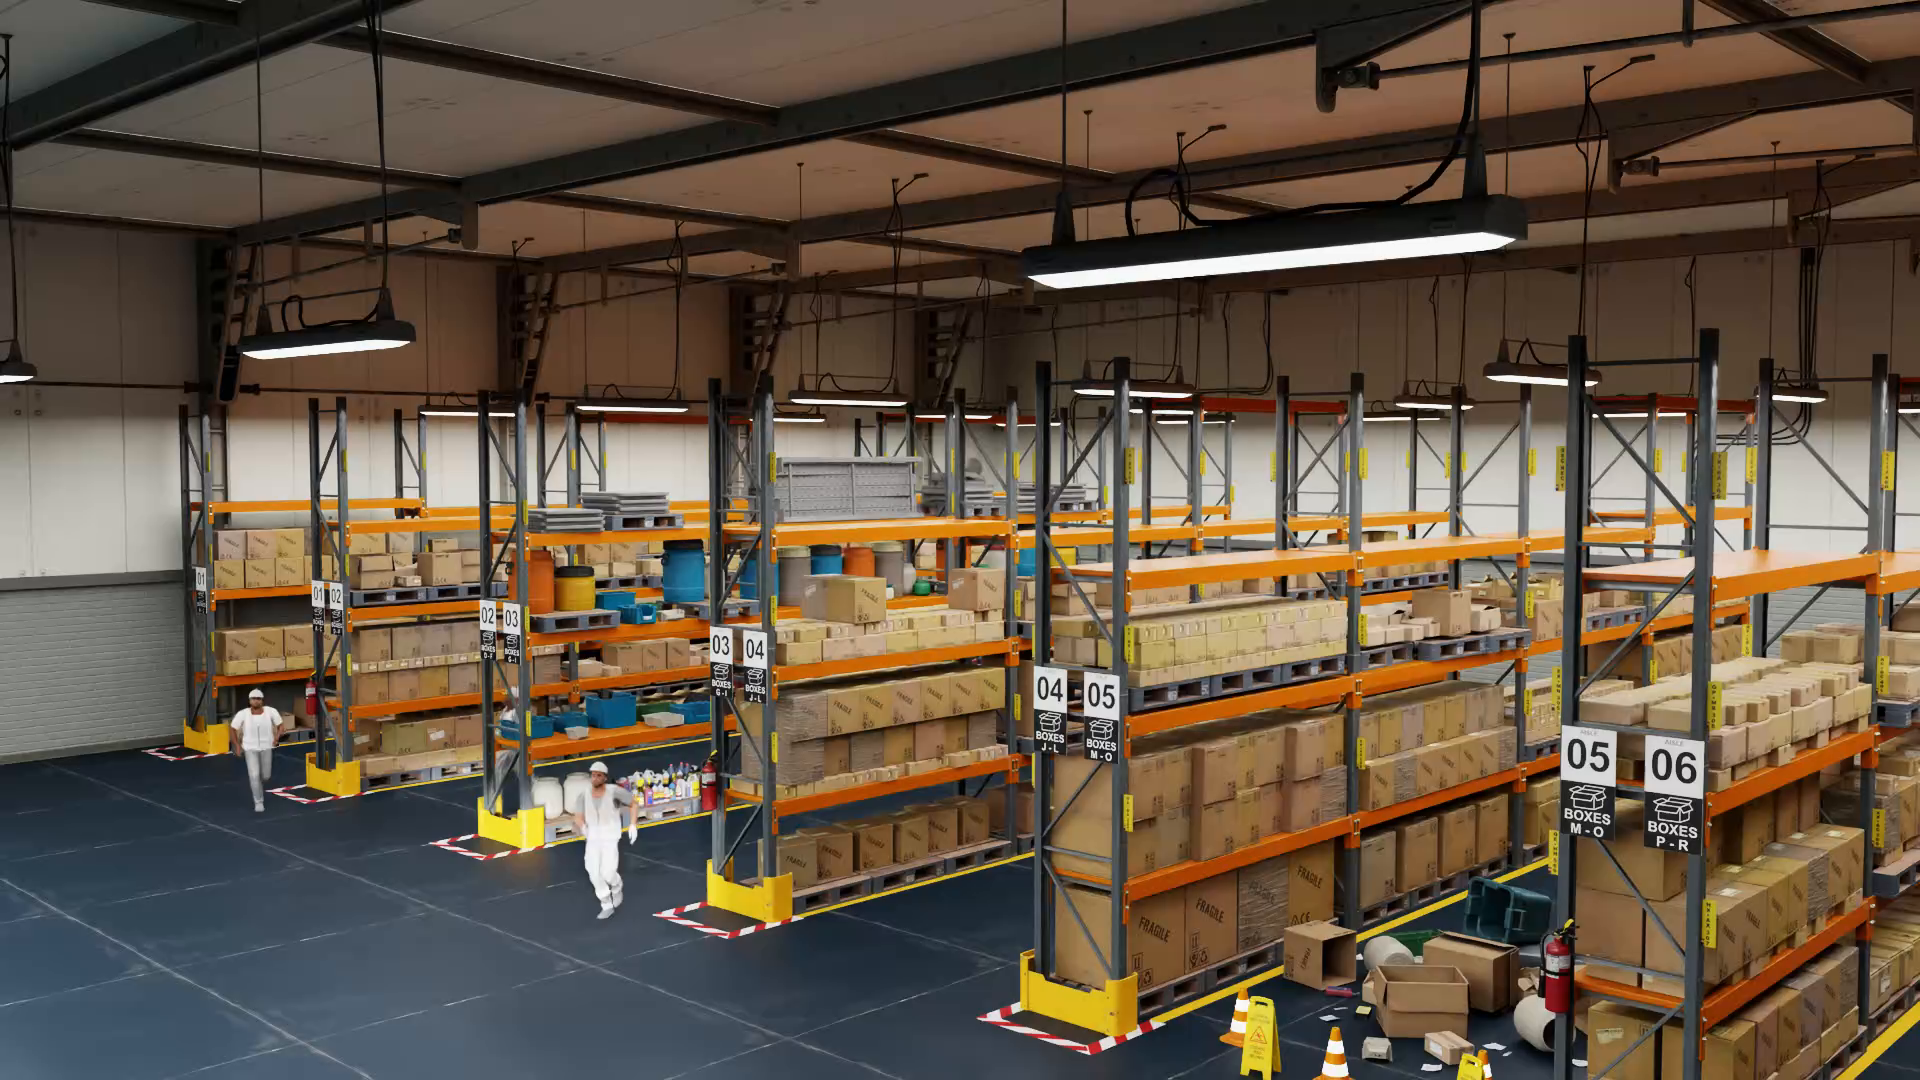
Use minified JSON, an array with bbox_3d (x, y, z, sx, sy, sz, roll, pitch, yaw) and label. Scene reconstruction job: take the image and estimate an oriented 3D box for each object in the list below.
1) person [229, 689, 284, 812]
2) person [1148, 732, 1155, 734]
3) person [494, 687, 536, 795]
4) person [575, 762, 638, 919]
[{"bbox_3d":[-10.213,3.038,24.189,0.732,1.749,0.664,-2,3,-31],"label":"person"},{"bbox_3d":[2.376,3.210,20.402,0.715,1.740,0.822,2,3,31],"label":"person"},{"bbox_3d":[-6.434,3.016,24.058,0.918,1.816,0.689,-3,4,-41],"label":"person"},{"bbox_3d":[-3.936,3.326,18.345,0.673,1.756,0.631,0,3,6],"label":"person"}]
